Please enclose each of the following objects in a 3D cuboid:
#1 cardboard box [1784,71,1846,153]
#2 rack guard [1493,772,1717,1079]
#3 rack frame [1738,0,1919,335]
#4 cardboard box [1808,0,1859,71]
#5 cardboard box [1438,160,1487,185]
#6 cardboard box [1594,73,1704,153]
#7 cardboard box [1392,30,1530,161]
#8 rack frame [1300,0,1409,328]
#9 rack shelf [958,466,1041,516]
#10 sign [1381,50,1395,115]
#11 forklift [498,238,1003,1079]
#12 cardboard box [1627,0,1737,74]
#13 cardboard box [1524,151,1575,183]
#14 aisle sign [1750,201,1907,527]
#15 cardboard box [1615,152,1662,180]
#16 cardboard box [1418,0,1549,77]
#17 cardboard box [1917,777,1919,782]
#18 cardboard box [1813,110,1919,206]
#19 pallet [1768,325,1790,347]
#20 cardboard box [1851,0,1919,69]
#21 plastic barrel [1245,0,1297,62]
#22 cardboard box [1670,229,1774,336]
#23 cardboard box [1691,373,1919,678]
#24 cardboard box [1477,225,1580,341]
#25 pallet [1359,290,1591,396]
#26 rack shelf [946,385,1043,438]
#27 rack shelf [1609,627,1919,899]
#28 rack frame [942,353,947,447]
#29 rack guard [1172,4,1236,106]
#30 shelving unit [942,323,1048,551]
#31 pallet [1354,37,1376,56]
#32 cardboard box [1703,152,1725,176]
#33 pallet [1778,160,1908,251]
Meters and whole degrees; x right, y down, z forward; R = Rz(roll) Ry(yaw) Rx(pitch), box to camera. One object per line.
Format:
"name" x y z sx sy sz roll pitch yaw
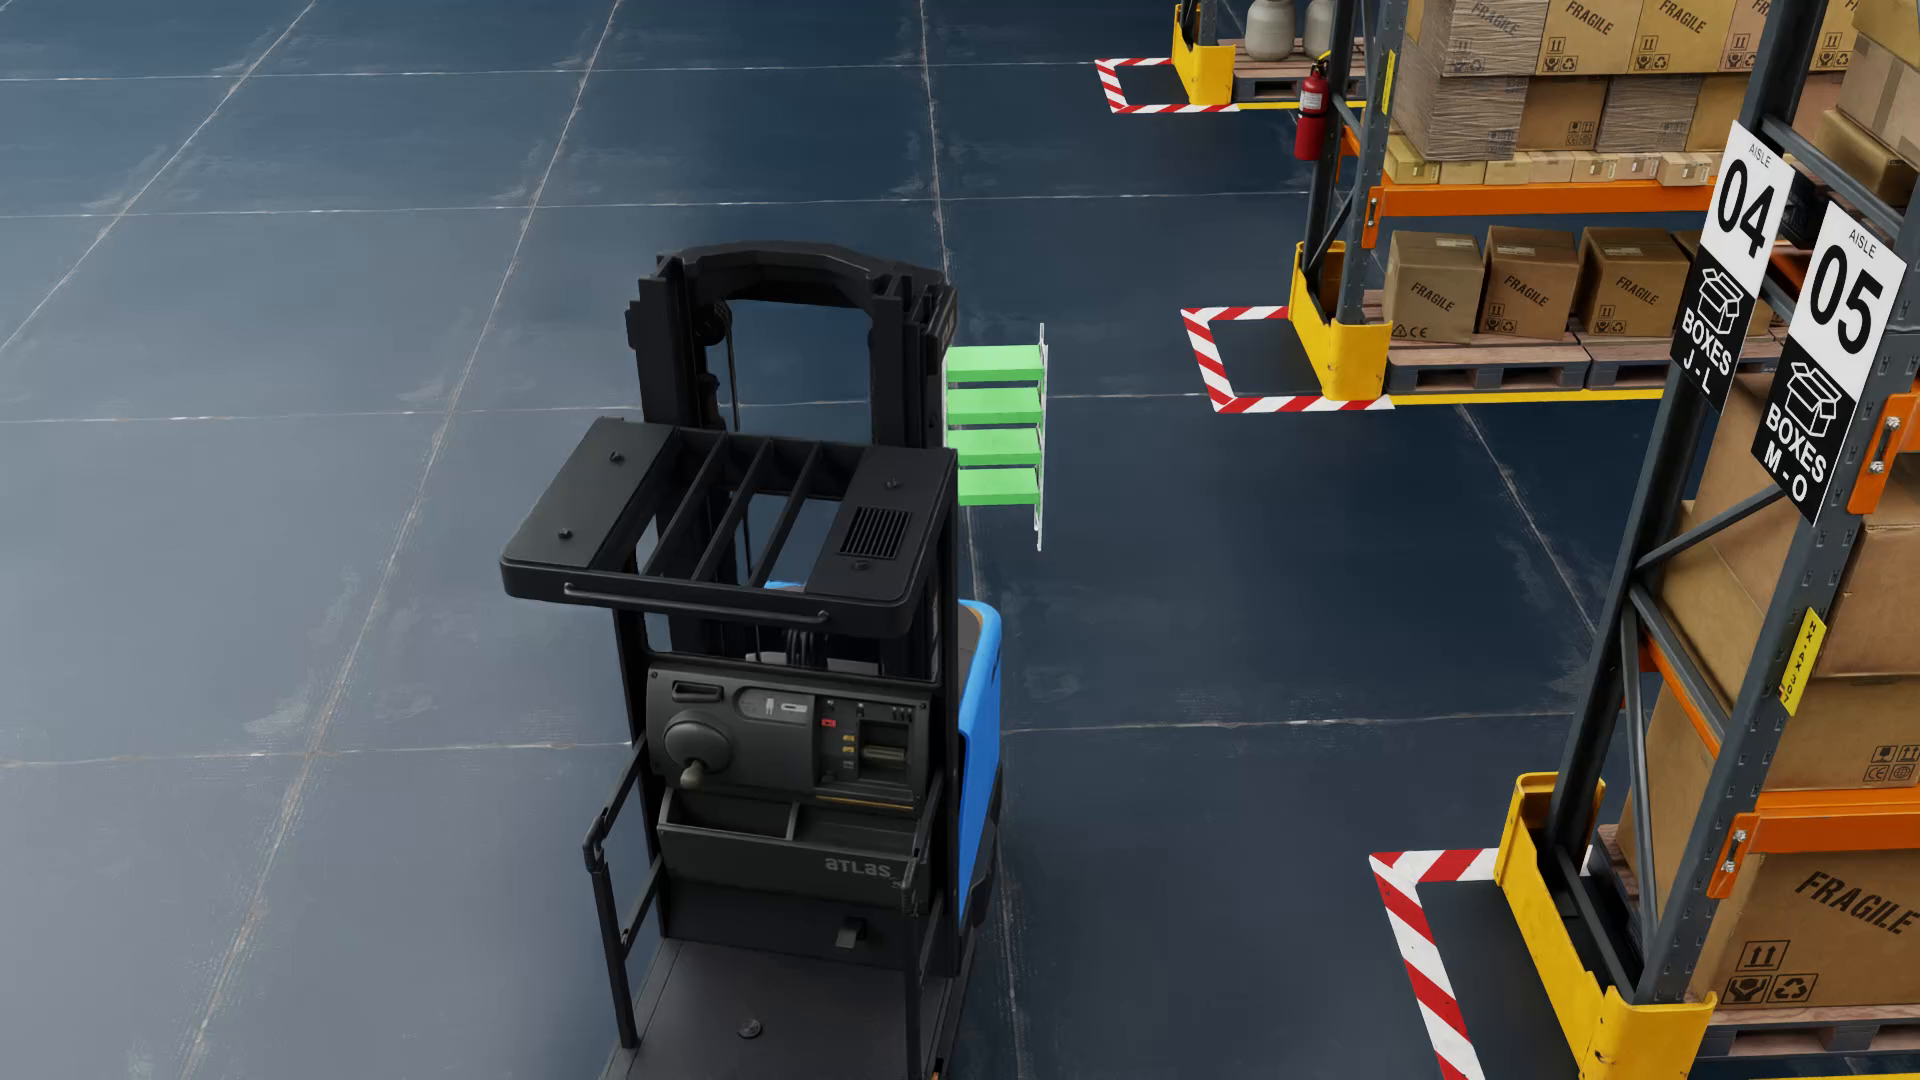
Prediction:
"cardboard box" 4.809 -2.628 9.562 0.500 0.500 0.875 -2 35 -2
"rack guard" 2.371 1.453 6.211 0.348 0.500 1.175 -2 35 -2
"rack frame" 2.395 -2.042 3.794 0.127 3.000 1.000 -2 35 -2
"cardboard box" 4.822 -2.884 9.054 0.500 0.500 0.500 -2 35 -2
"cardboard box" 2.808 -2.162 9.459 0.250 0.149 0.380 -2 35 -2
"cardboard box" 3.807 -2.631 9.566 0.500 0.500 0.875 -2 35 -2
"cardboard box" 2.812 -2.560 9.464 0.500 0.500 0.875 -2 35 -2
"rack frame" 2.261 -2.398 9.579 0.127 3.000 1.000 -2 35 -2
"rack shelf" 0.165 -0.248 8.588 0.480 0.148 0.258 -2 35 -2
"sign" 2.287 -2.445 8.887 0.005 0.325 0.100 -2 35 -2
"forklift" -0.591 0.699 5.165 1.130 2.935 3.031 6 35 8
"cardboard box" 3.823 -2.856 9.013 0.500 0.500 0.500 -2 35 -2
"cardboard box" 3.307 -2.179 9.484 0.250 0.149 0.380 -2 35 -2
"aisle sign" 2.339 -0.472 4.512 0.004 0.787 0.394 -2 35 -2
"cardboard box" 3.806 -2.204 9.520 0.250 0.149 0.380 -2 35 -2
"cardboard box" 2.824 -2.832 8.979 0.500 0.500 0.500 -2 35 -2
"cardboard box" 3.312 0.300 5.549 0.550 0.550 0.875 -2 35 -2
"cardboard box" 2.711 -1.121 4.862 0.250 0.149 0.380 -2 35 -2
"pallet" 5.588 -1.321 10.473 1.213 0.211 1.003 -2 35 -2
"cardboard box" 2.716 -1.449 4.636 0.250 0.149 0.380 -1 35 -2
"plastic barrel" 2.681 -4.424 14.324 0.421 0.512 0.421 0 35 0
"cardboard box" 4.667 -1.581 10.226 0.500 0.500 0.500 -4 35 -6
"cardboard box" 2.768 -0.069 5.133 0.550 0.550 0.875 -2 35 -2
"cardboard box" 3.481 -1.585 10.232 0.500 0.500 0.500 7 35 10
"pallet" 3.151 -1.255 10.378 1.213 0.211 1.003 -2 35 -2
"rack shelf" 0.165 -0.643 8.315 0.480 0.148 0.258 -2 35 -2
"rack shelf" 4.393 0.666 5.783 4.000 0.370 1.077 -2 35 -2
"rack frame" -0.078 -0.491 8.405 0.015 1.200 0.240 -2 35 -2
"rack guard" 2.101 -4.214 14.400 0.348 0.500 1.175 -2 35 -2
"shelving unit" 0.165 -0.498 8.415 0.503 1.200 0.258 -2 35 -2
"pallet" 4.128 -4.145 14.554 1.213 0.211 1.003 -2 35 -2
"cardboard box" 4.304 -2.234 9.563 0.250 0.149 0.380 -2 35 -2
"pallet" 3.136 -0.798 4.710 1.213 0.211 1.003 -2 35 -2
